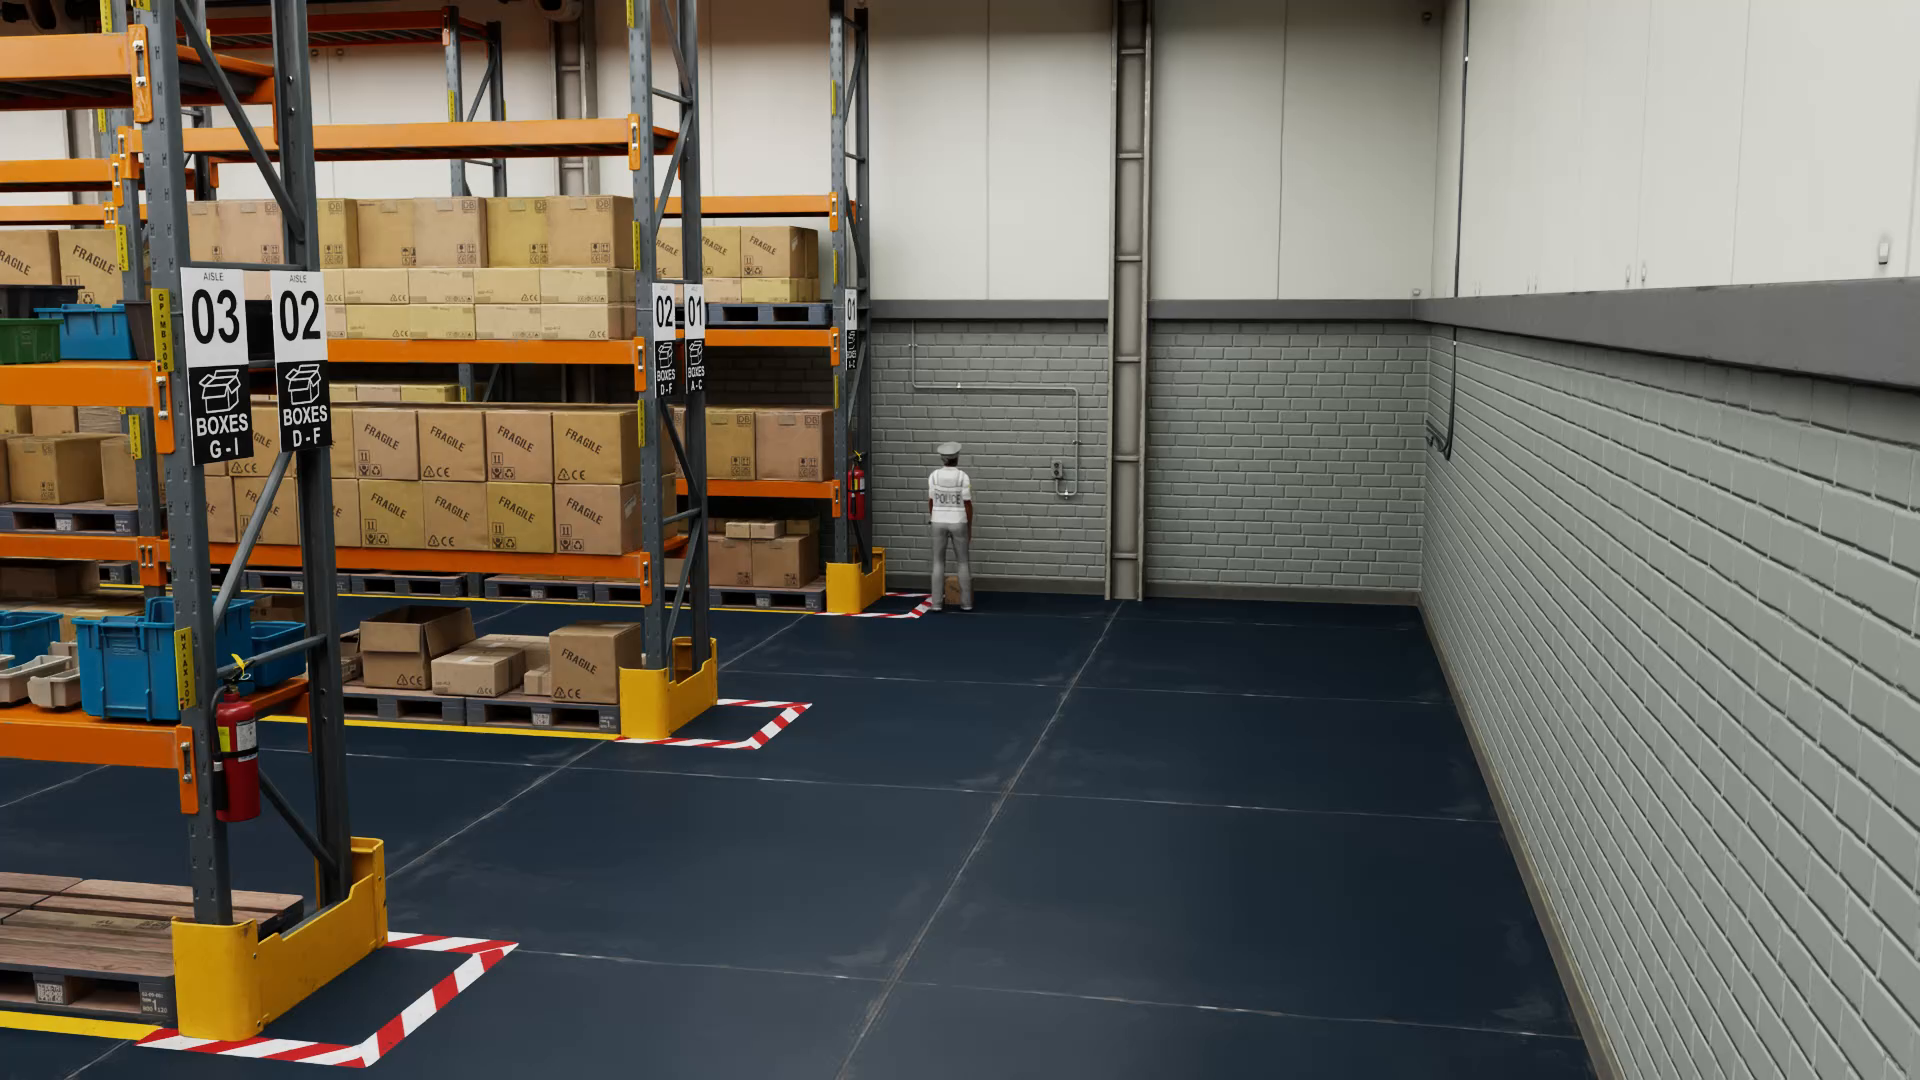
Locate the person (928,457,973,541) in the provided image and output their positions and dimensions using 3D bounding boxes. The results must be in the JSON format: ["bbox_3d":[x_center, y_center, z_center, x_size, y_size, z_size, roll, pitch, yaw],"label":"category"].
[{"bbox_3d":[-0.093,-0.450,16.530,0.447,0.991,0.333,1,8,6],"label":"person"}]
